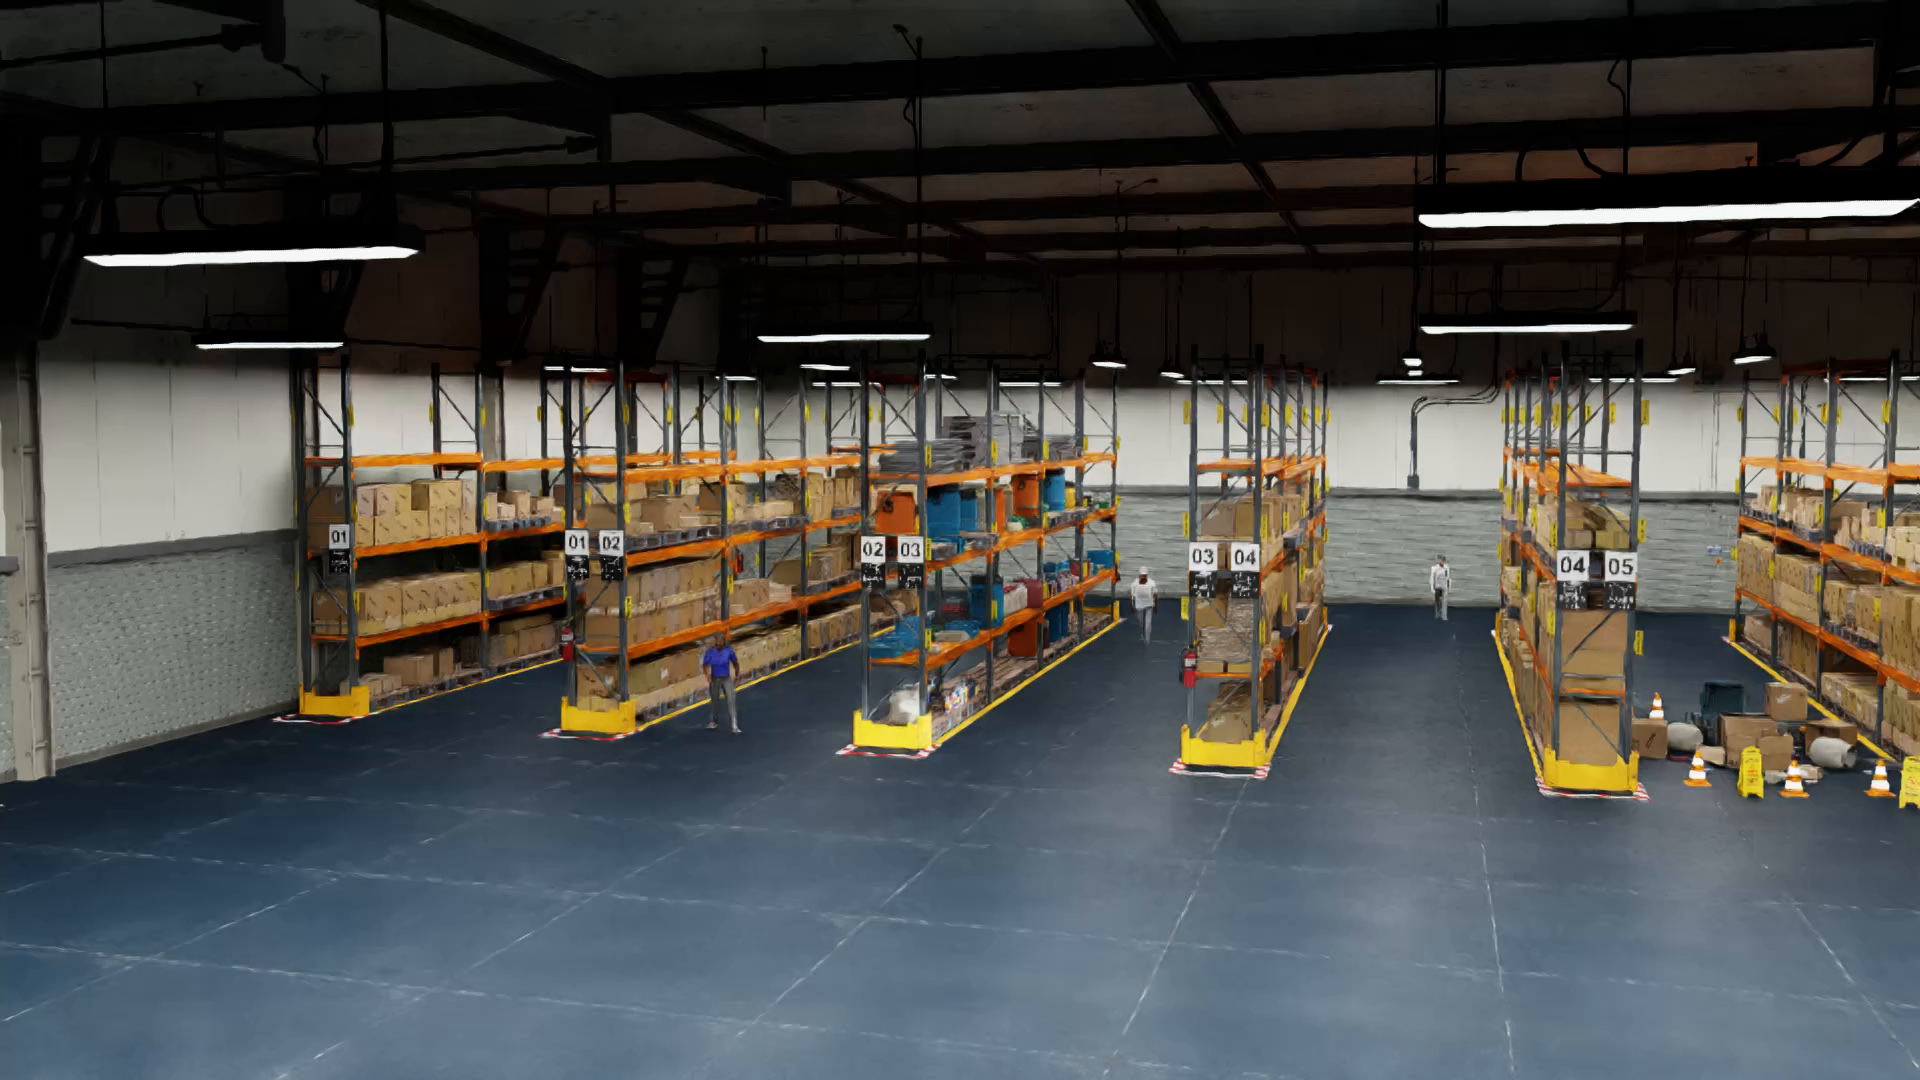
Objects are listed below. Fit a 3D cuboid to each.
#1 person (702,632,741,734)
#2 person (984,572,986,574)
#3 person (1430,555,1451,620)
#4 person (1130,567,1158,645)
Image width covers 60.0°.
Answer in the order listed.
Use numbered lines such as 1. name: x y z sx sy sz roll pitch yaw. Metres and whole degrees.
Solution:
1. person: -3.749 2.230 26.290 0.622 1.591 0.822 0 4 -1
2. person: 0.620 1.490 36.161 0.580 1.619 0.507 1 4 14
3. person: 11.755 1.140 40.692 0.495 1.587 1.086 1 5 18
4. person: 4.002 1.423 36.339 0.577 1.691 1.121 1 5 18
